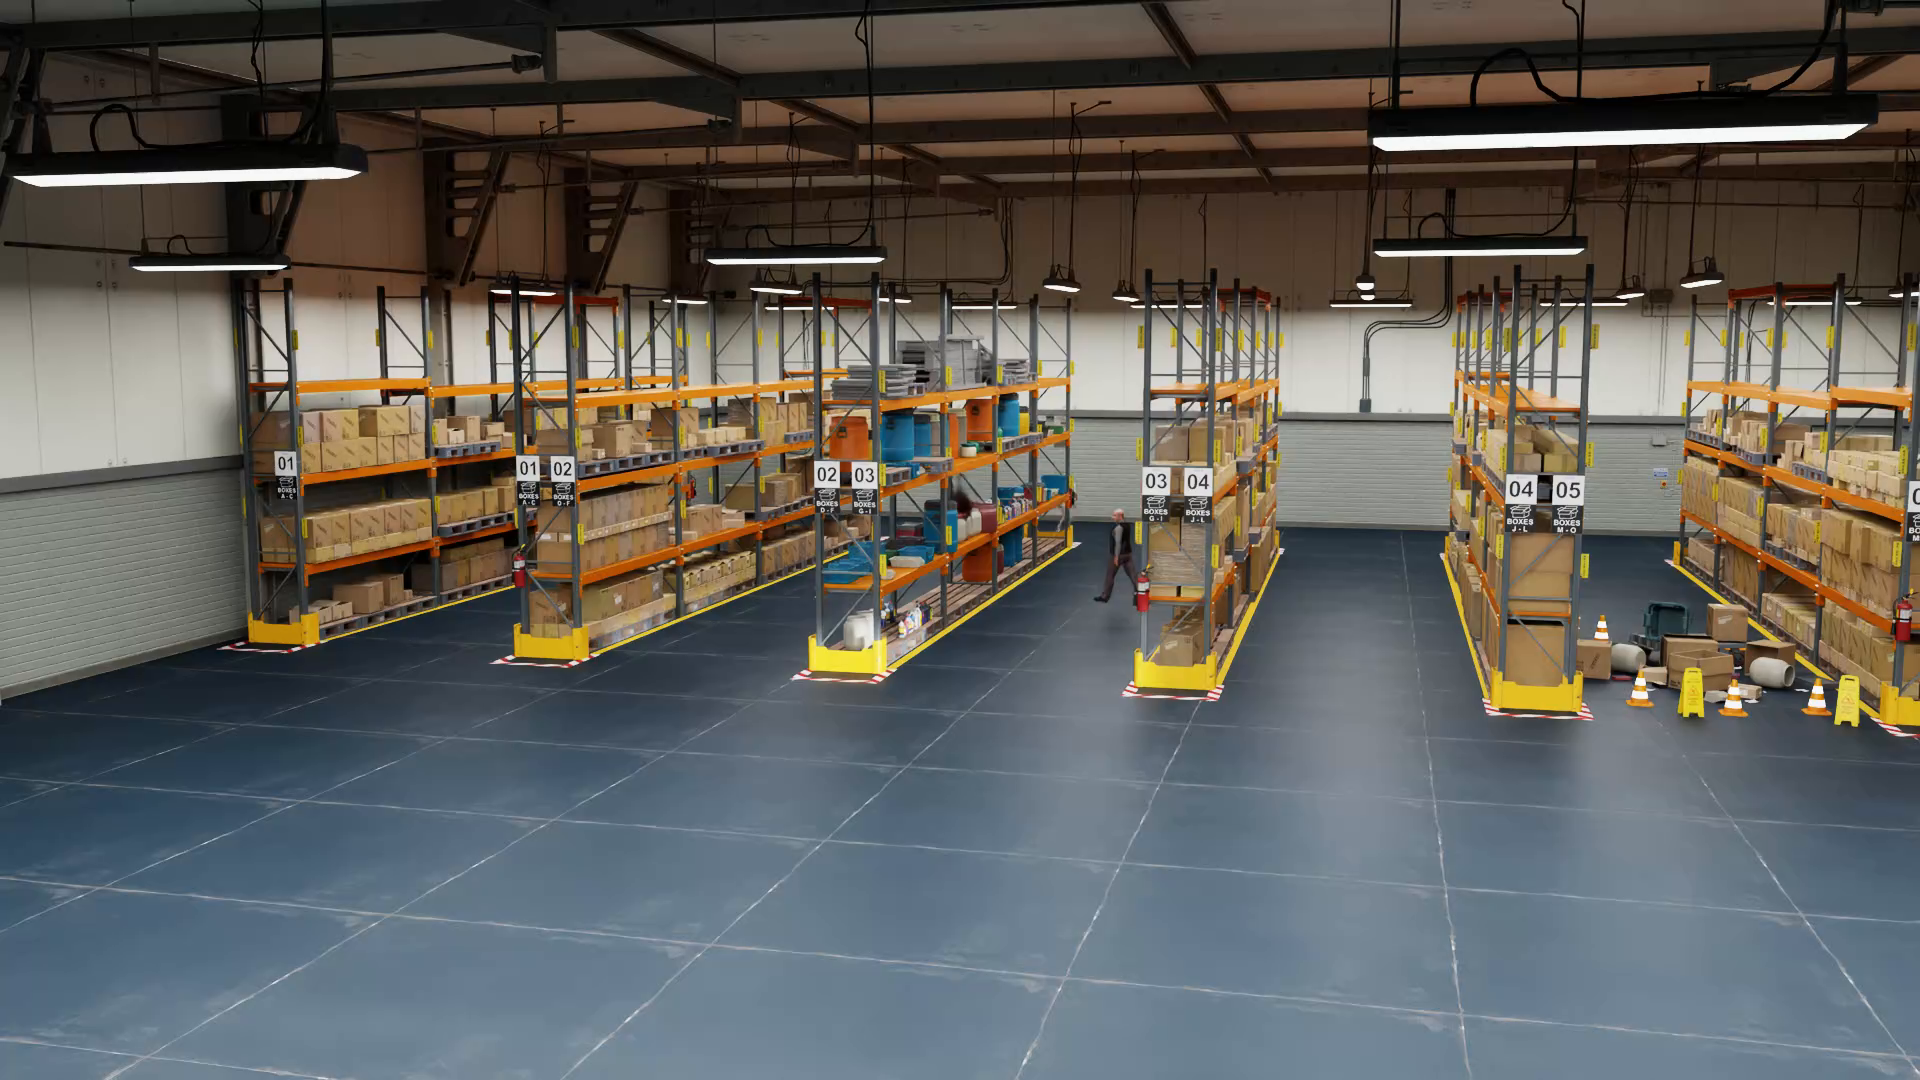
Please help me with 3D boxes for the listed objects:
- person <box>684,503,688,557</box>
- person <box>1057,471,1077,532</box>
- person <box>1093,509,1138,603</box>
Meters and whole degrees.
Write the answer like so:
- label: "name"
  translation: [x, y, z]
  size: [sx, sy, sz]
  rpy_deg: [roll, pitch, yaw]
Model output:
- label: "person"
  translation: [-5.881, -0.041, 35.370]
  size: [0.366, 1.599, 0.476]
  rpy_deg: [0, 7, 1]
- label: "person"
  translation: [2.760, -0.933, 42.433]
  size: [0.467, 1.673, 0.453]
  rpy_deg: [-5, 8, -33]
- label: "person"
  translation: [2.907, 0.274, 29.999]
  size: [0.882, 1.695, 0.658]
  rpy_deg: [5, 8, 36]
